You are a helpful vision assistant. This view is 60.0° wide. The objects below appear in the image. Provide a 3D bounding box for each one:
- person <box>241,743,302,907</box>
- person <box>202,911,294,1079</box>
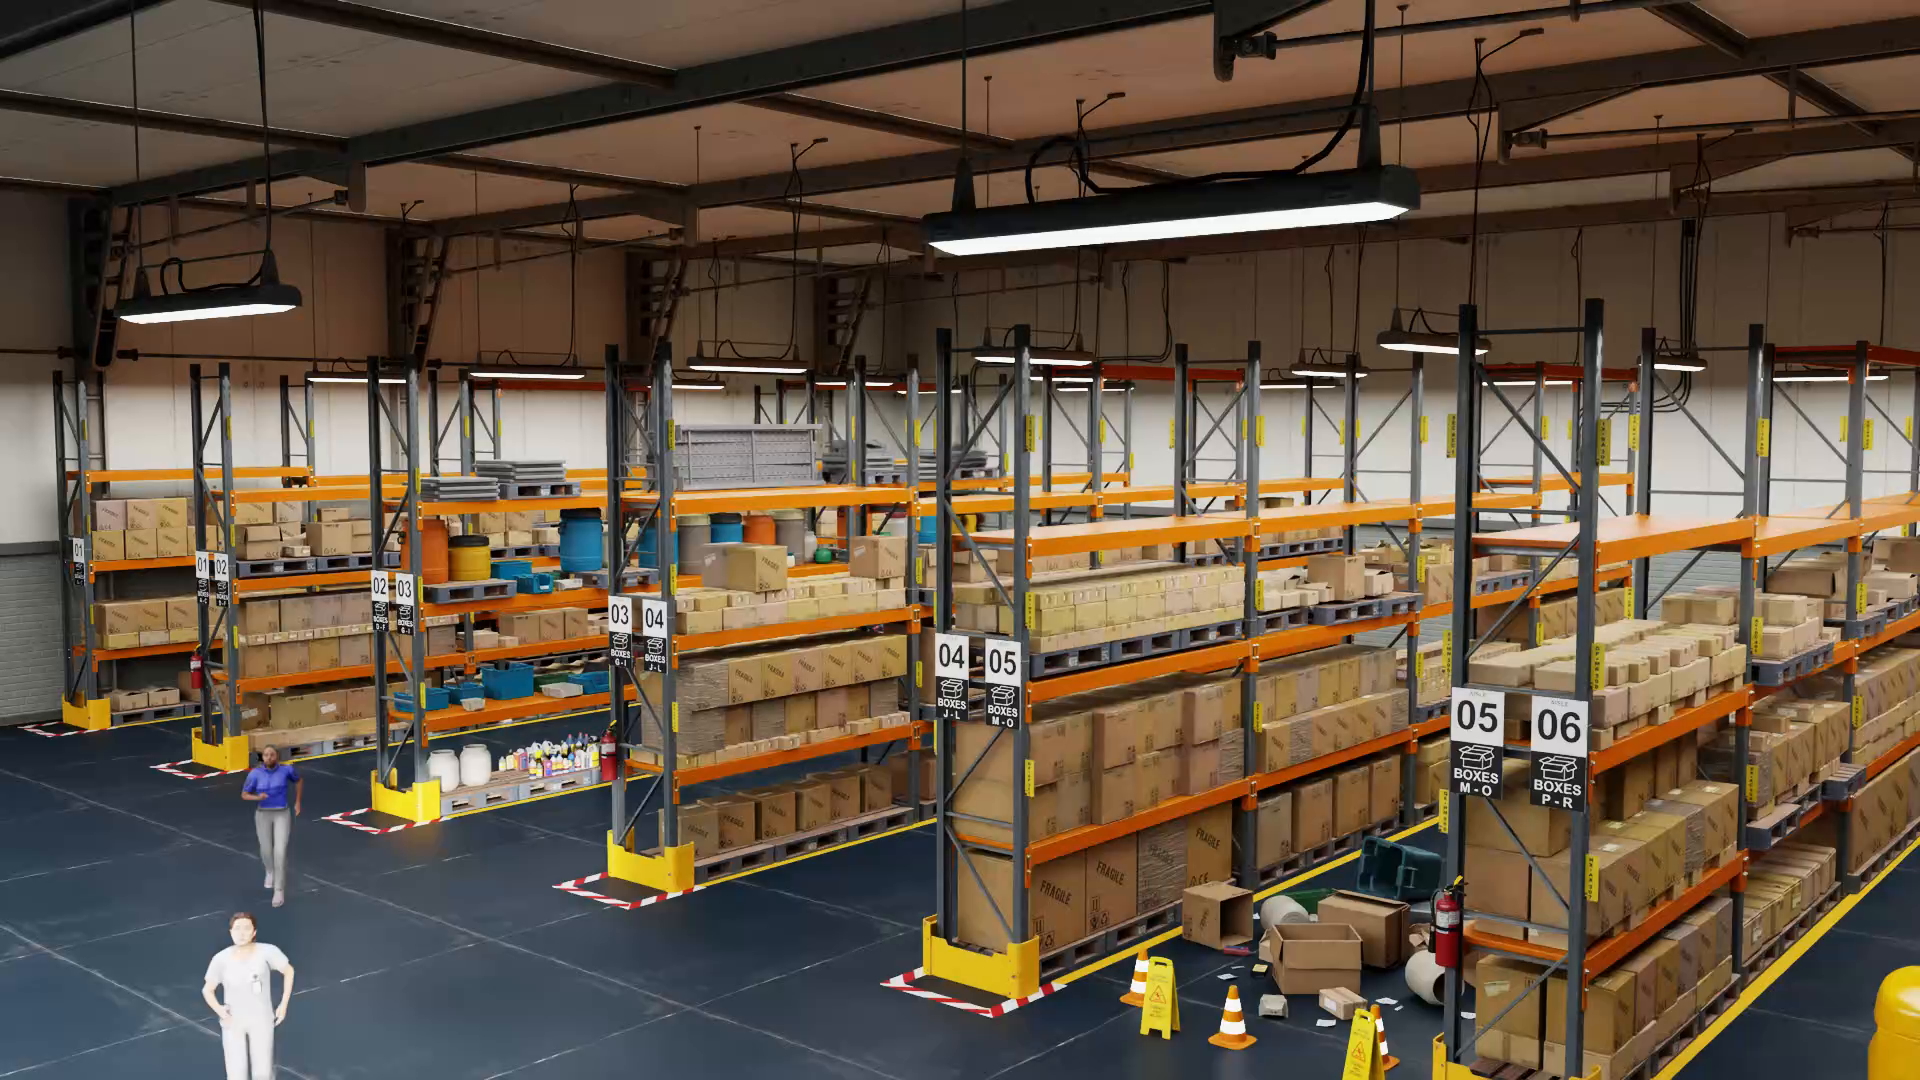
[{"bbox_3d":[-7.425,3.024,17.960,0.595,1.685,0.871,-1,4,-17],"label":"person"},{"bbox_3d":[-5.131,3.487,11.991,0.601,1.636,0.578,-1,4,-16],"label":"person"}]
